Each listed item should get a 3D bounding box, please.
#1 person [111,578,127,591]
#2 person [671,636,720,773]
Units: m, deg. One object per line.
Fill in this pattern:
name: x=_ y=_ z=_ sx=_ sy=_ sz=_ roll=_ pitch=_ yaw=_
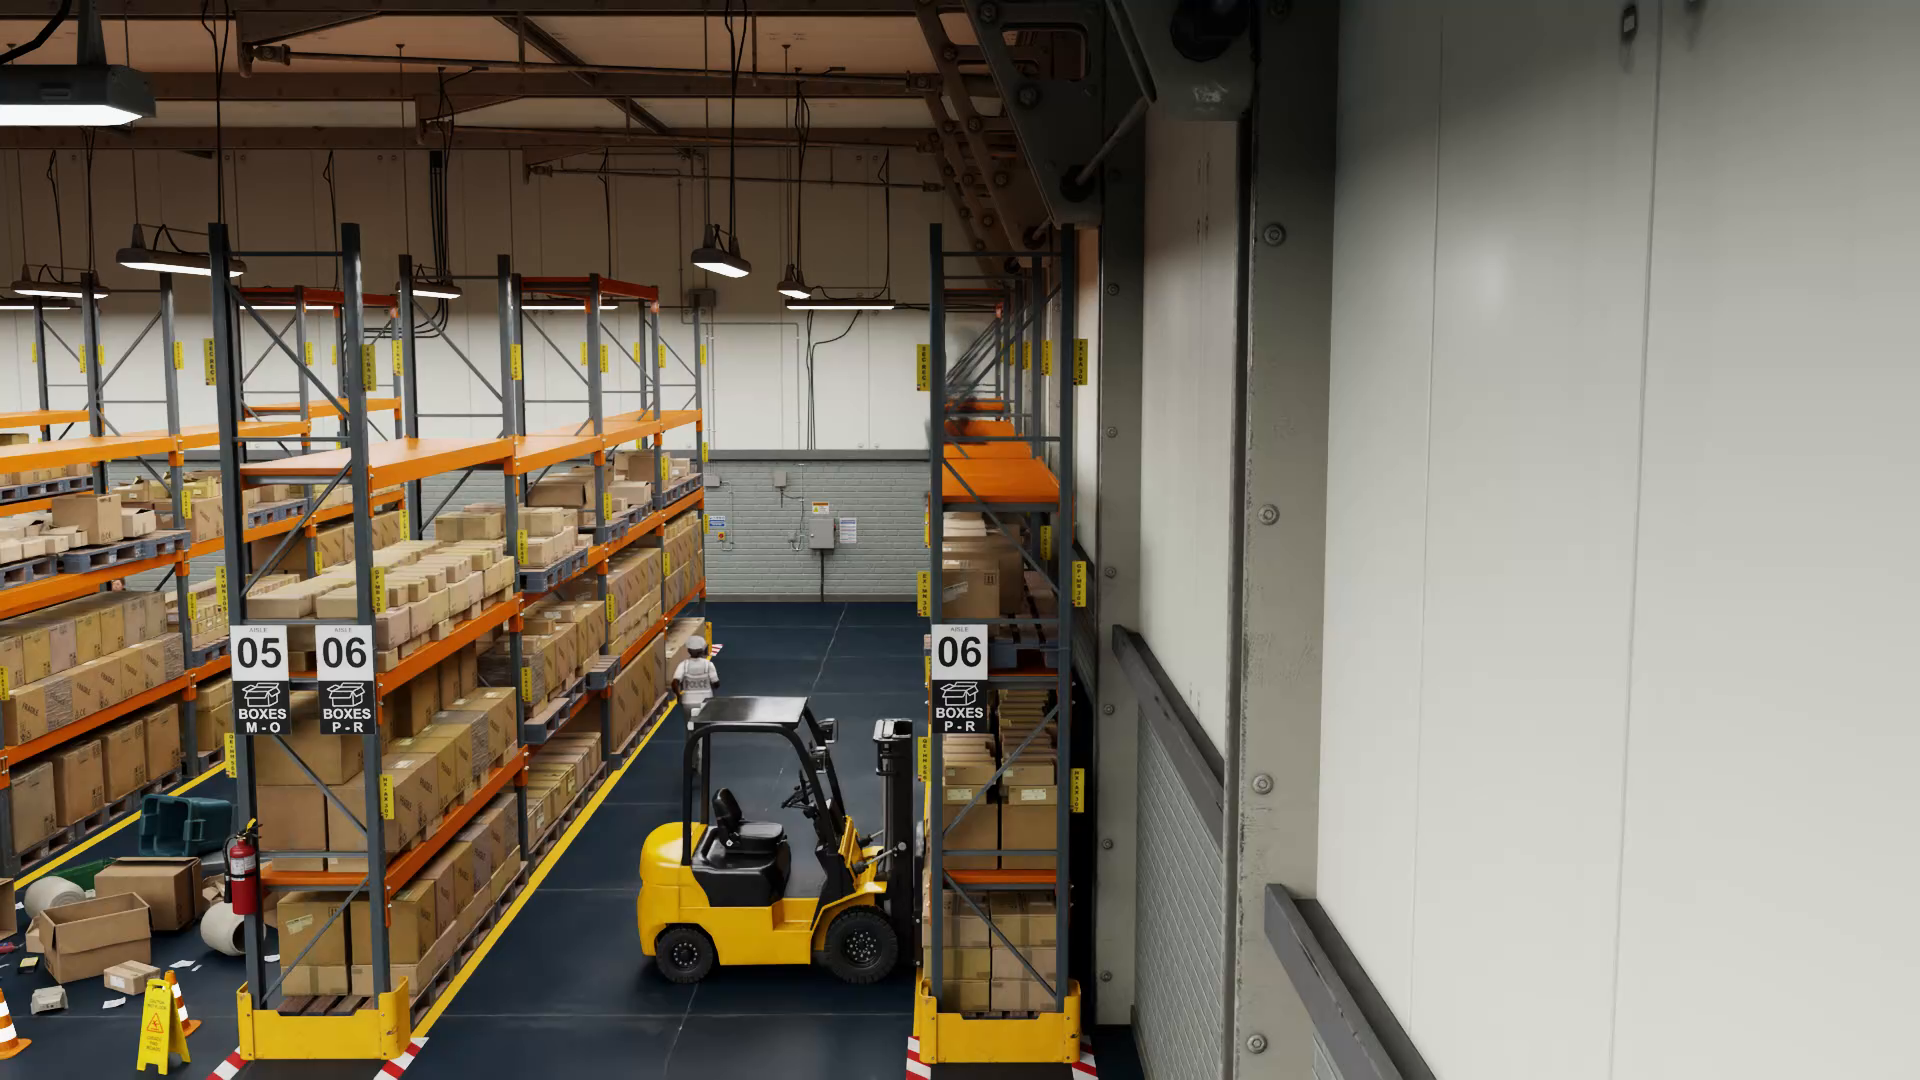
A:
person: x=-12.883 y=1.365 z=25.578 sx=0.537 sy=1.626 sz=0.694 roll=-1 pitch=7 yaw=-5
person: x=-3.167 y=1.993 z=19.976 sx=0.580 sy=1.684 sz=0.913 roll=-1 pitch=7 yaw=-8
